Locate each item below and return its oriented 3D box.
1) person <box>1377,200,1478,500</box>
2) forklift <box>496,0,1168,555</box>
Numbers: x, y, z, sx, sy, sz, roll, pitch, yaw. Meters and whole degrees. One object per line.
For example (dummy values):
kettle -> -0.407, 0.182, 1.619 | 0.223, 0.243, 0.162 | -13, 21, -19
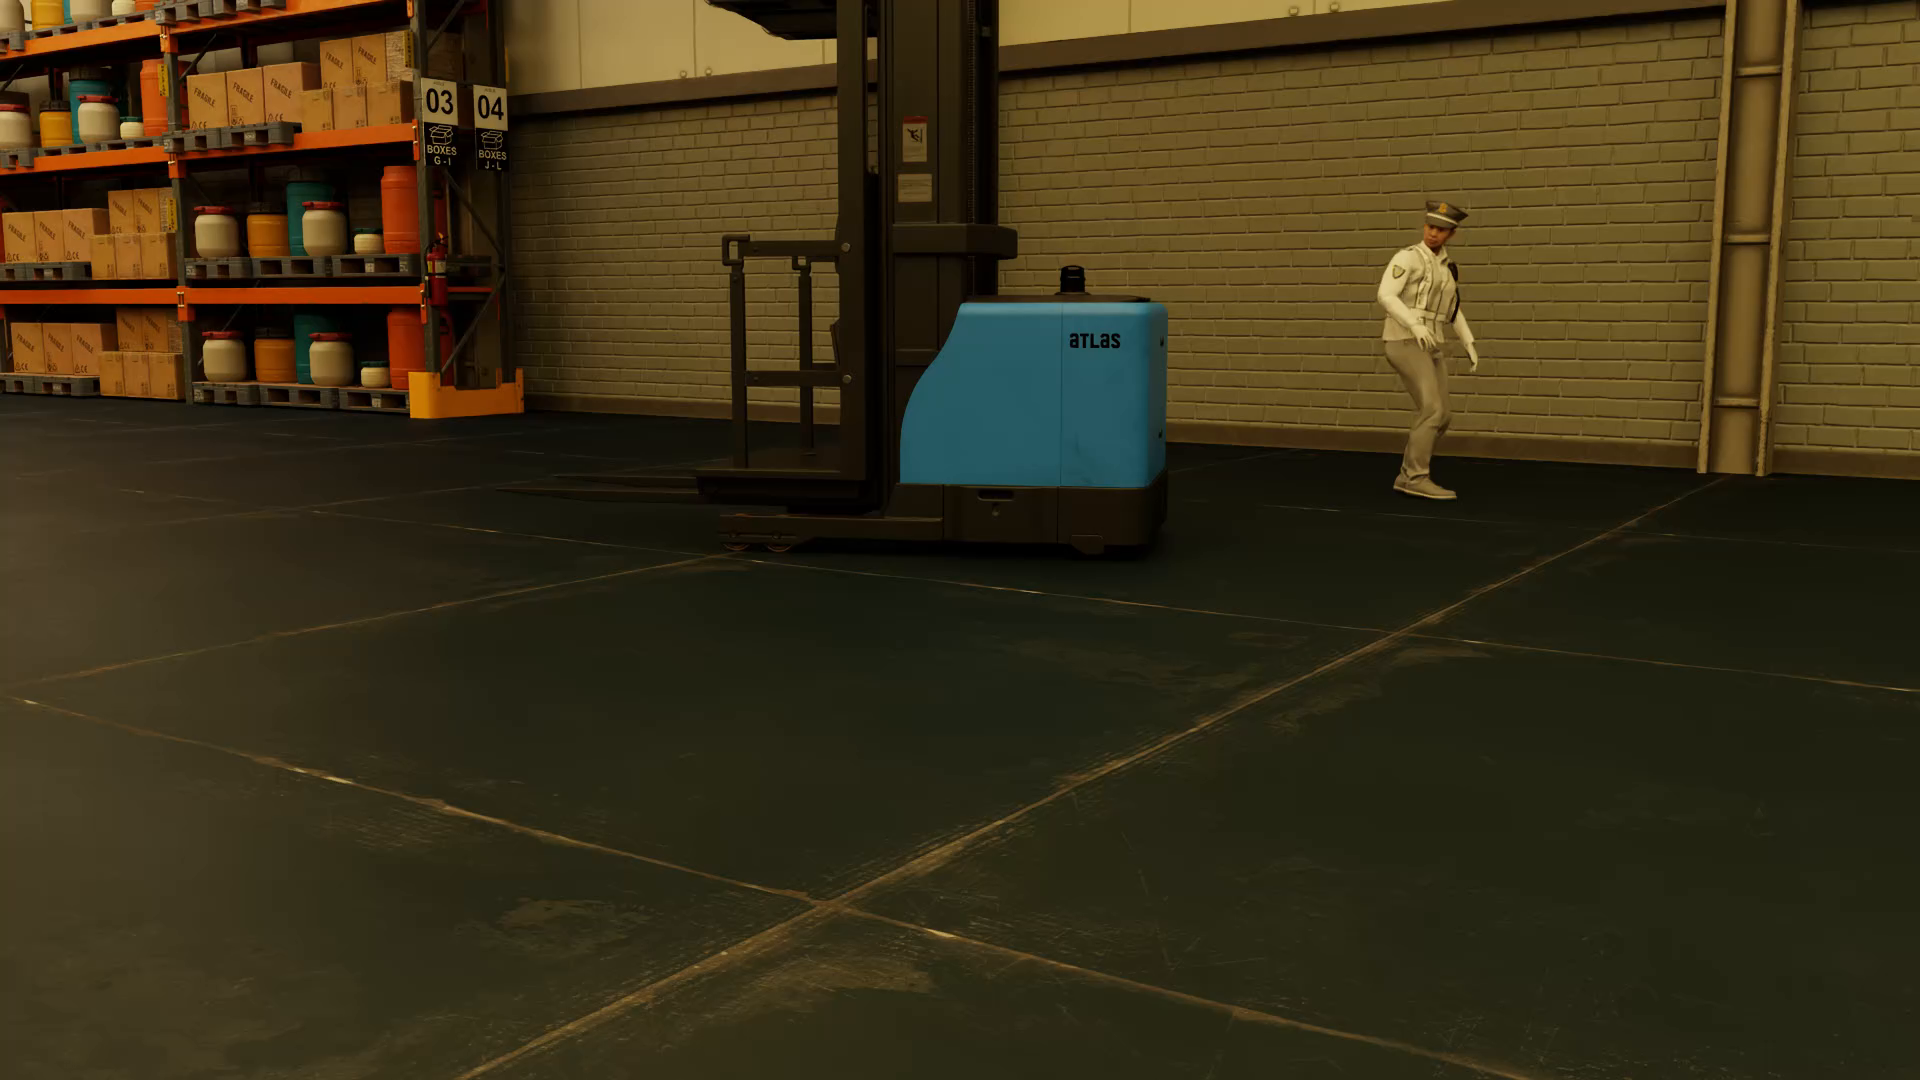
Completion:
person -> 2.628, -1.055, 9.262 | 0.476, 1.639, 0.697 | 7, 11, 42
forklift -> -0.596, -1.469, 7.520 | 3.031, 2.935, 1.130 | 2, 8, 12
